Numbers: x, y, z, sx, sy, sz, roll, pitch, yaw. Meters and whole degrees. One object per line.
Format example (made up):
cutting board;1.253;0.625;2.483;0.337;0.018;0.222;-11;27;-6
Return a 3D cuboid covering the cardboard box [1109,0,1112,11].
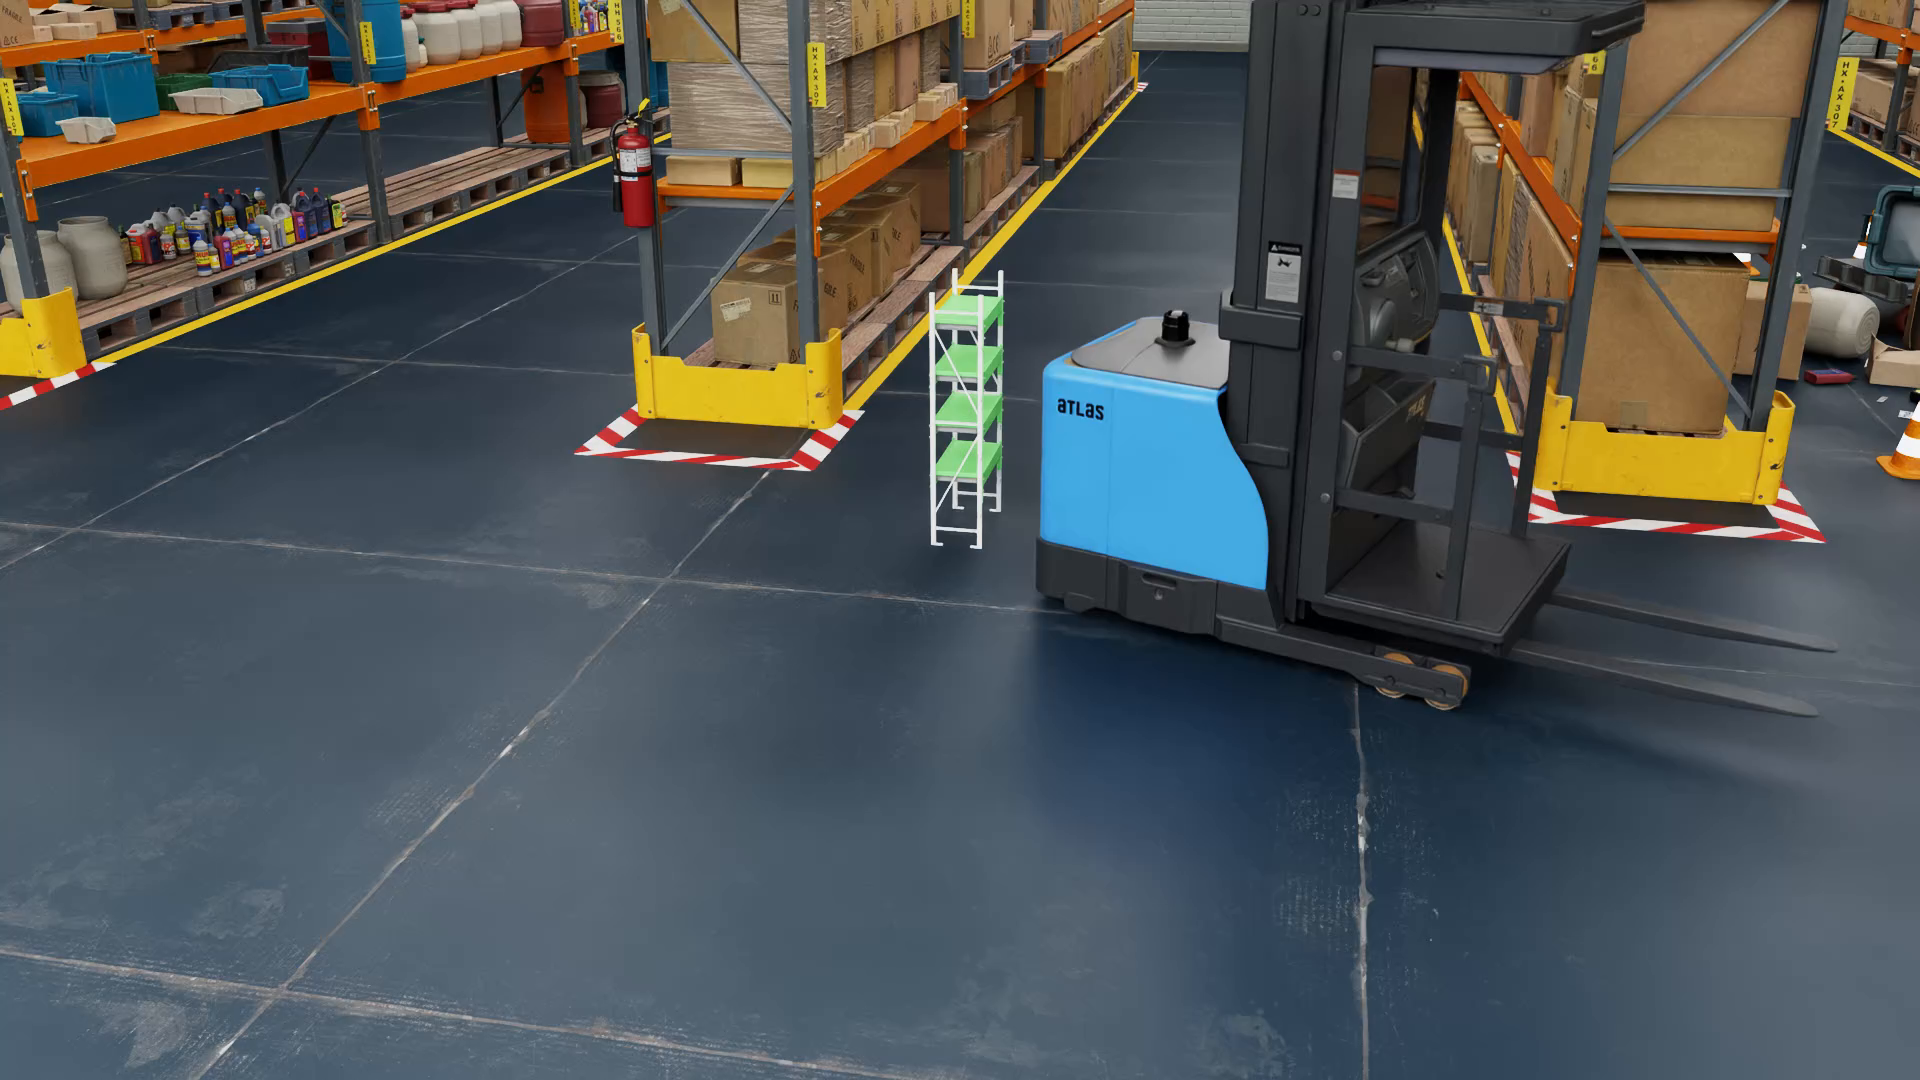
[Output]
cardboard box;1.704;-6.736;20.900;0.380;0.149;0.250;4;22;9

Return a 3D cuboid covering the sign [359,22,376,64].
sign;-4.786;-4.015;13.437;0.100;0.325;0.005;4;22;11

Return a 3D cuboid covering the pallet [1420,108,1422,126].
pallet;6.096;-5.021;20.037;1.003;0.211;1.213;4;22;11

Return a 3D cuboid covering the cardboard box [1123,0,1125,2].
cardboard box;2.018;-7.298;22.296;0.380;0.149;0.250;4;22;10

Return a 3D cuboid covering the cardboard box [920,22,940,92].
cardboard box;-0.626;-3.580;12.194;0.875;0.500;0.500;4;22;11

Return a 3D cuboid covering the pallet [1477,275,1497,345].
pallet;4.130;-1.574;11.480;1.003;0.211;1.213;4;22;11

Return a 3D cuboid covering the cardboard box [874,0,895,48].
cardboard box;-0.701;-3.286;10.127;0.500;0.500;0.500;4;22;11

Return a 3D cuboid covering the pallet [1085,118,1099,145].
pallet;1.075;-4.899;19.736;1.003;0.211;1.213;4;22;11

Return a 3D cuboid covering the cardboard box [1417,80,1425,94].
cardboard box;6.213;-5.955;21.879;0.380;0.149;0.250;5;22;12

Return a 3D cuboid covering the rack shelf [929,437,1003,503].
rack shelf;0.034;-0.335;7.893;0.258;0.148;0.480;4;22;11

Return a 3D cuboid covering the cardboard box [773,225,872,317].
cardboard box;-0.911;-1.803;11.100;0.500;0.500;0.500;7;23;16

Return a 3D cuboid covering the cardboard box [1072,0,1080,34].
cardboard box;1.016;-5.780;18.057;0.500;0.500;0.500;5;22;11

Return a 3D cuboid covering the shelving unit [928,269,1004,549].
shelving unit;0.034;-0.617;7.780;0.258;1.200;0.503;4;22;11

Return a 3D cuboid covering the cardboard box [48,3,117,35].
cardboard box;-9.471;-5.603;17.871;0.500;0.311;0.500;6;23;14

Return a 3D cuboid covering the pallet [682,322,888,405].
pallet;-1.074;-1.121;10.354;1.003;0.211;1.213;4;22;11

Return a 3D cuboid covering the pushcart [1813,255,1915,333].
pushcart;6.986;-1.739;11.666;1.648;0.377;0.936;-3;22;-8

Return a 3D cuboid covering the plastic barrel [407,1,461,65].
plastic barrel;-4.763;-4.597;15.071;0.433;0.535;0.433;0;22;0

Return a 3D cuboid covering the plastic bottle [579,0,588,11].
plastic bottle;-4.342;-6.112;19.188;0.097;0.271;0.097;0;22;0

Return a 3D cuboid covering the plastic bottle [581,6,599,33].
plastic bottle;-4.007;-5.641;18.010;0.152;0.276;0.135;4;22;11

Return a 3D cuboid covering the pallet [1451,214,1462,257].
pallet;4.692;-2.582;13.982;1.003;0.211;1.213;4;22;11

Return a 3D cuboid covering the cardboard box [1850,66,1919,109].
cardboard box;11.461;-5.610;20.636;0.875;0.438;0.875;5;22;12

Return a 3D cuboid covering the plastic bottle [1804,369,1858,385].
plastic bottle;5.387;-1.010;10.280;0.283;0.061;0.133;-3;22;-8

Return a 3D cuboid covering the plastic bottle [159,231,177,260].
plastic bottle;-5.960;-2.219;12.505;0.097;0.201;0.097;0;22;0

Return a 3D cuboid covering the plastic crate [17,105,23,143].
plastic crate;-6.329;-2.607;10.510;0.499;0.251;0.616;4;22;11

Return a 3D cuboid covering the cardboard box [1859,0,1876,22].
cardboard box;10.893;-6.334;19.433;0.500;0.500;0.500;4;22;10

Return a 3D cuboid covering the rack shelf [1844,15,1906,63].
rack shelf;11.269;-6.123;20.005;1.077;0.370;4.000;4;22;11

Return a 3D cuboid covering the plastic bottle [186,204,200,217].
plastic bottle;-6.006;-2.487;13.060;0.061;0.283;0.133;5;23;13

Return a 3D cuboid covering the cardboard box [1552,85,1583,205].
cardboard box;3.668;-2.089;8.824;0.875;0.550;0.550;4;22;11

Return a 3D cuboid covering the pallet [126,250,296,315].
pallet;-5.747;-1.949;12.411;1.003;0.211;1.213;4;22;11

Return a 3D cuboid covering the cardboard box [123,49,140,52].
cardboard box;-12.821;-7.481;25.198;0.700;0.500;0.500;4;22;9

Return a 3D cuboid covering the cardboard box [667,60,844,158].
cardboard box;-1.150;-2.476;9.453;0.875;0.500;0.500;4;22;11

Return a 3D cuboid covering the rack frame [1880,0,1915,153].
rack frame;10.861;-5.725;18.054;1.000;3.000;0.127;4;22;11

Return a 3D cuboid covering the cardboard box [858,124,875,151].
cardboard box;-0.750;-2.519;10.430;0.380;0.149;0.250;4;22;11

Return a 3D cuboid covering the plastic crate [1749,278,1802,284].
plastic crate;5.609;-1.699;11.744;0.450;0.188;0.662;7;21;42

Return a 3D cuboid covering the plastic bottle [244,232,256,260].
plastic bottle;-5.353;-2.213;12.491;0.097;0.201;0.097;0;22;0

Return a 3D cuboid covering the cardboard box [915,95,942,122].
cardboard box;-0.342;-3.060;11.773;0.380;0.149;0.250;4;22;11

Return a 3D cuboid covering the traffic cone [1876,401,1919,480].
traffic cone;5.044;-0.586;8.690;0.336;0.463;0.334;4;22;11

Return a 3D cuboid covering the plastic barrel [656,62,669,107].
plastic barrel;-3.817;-5.882;20.690;0.600;0.901;0.708;4;22;11

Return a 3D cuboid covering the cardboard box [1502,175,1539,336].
cardboard box;3.985;-1.795;10.576;0.875;0.875;0.875;5;22;11

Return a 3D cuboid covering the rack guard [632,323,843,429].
rack guard;-1.274;-0.960;9.569;1.175;0.500;0.348;4;22;11

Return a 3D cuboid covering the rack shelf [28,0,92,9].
rack shelf;-12.980;-8.011;24.693;1.077;0.370;4.000;4;22;11

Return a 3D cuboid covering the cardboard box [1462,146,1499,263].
cardboard box;4.400;-2.525;12.557;1.050;0.750;0.750;4;22;11

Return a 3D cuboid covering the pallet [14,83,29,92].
pallet;-13.472;-6.032;22.549;1.003;0.211;1.213;4;22;11

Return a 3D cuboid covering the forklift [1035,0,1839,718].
forklift;1.849;-0.946;6.278;3.031;2.935;1.130;13;25;29

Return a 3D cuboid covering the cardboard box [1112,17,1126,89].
cardboard box;1.737;-6.580;22.458;0.875;0.875;0.875;4;22;11

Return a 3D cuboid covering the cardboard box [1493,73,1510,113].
cardboard box;4.206;-3.398;12.141;0.500;0.500;0.500;4;22;11

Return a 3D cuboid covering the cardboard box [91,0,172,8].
cardboard box;-9.336;-6.255;18.672;0.700;0.500;0.500;-3;22;-7

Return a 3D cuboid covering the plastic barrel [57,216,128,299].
plastic barrel;-5.977;-1.940;11.424;0.421;0.512;0.421;0;22;0

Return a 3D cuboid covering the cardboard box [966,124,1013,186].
cardboard box;0.125;-3.612;15.564;0.700;0.500;0.500;3;22;6

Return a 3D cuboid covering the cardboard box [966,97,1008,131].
cardboard box;0.137;-3.968;15.445;0.500;0.250;0.500;7;23;17

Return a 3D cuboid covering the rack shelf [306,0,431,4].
rack shelf;-8.130;-7.635;23.759;1.077;0.370;4.000;4;22;11

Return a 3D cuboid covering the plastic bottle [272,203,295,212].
plastic bottle;-5.361;-2.548;13.221;0.152;0.276;0.135;4;22;11

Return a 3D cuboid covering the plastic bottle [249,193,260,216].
plastic bottle;-5.751;-2.665;13.503;0.061;0.283;0.133;4;22;11

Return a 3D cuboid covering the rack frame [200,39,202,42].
rack frame;-12.572;-9.076;26.375;1.000;3.000;0.127;4;22;11

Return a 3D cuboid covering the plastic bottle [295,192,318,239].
plastic bottle;-5.211;-2.580;13.202;0.144;0.351;0.185;3;22;8

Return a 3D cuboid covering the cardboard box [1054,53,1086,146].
cardboard box;0.693;-4.803;18.047;1.225;0.875;0.875;5;22;11
